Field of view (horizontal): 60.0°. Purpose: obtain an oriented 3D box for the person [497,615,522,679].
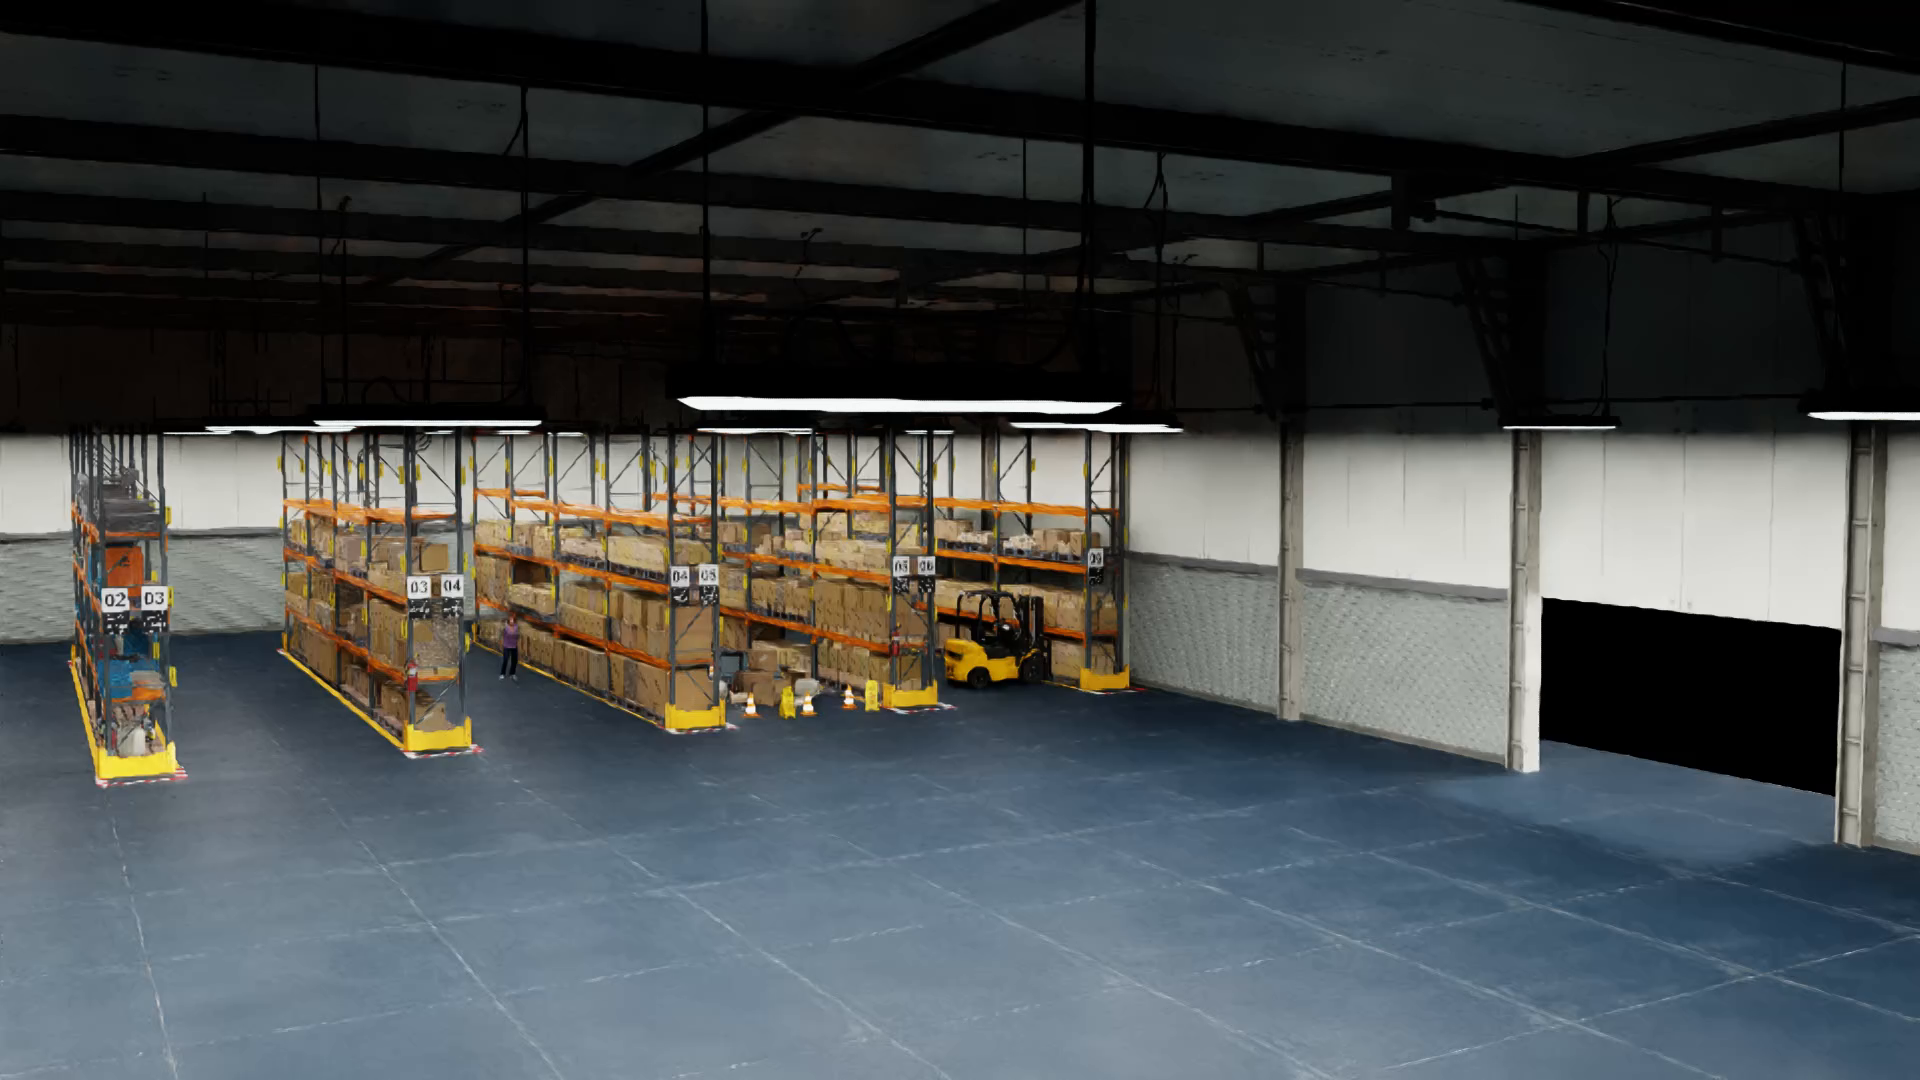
[{"bbox_3d":[-10.651,2.530,39.314,0.566,1.541,0.519,-2,4,-32],"label":"person"}]
